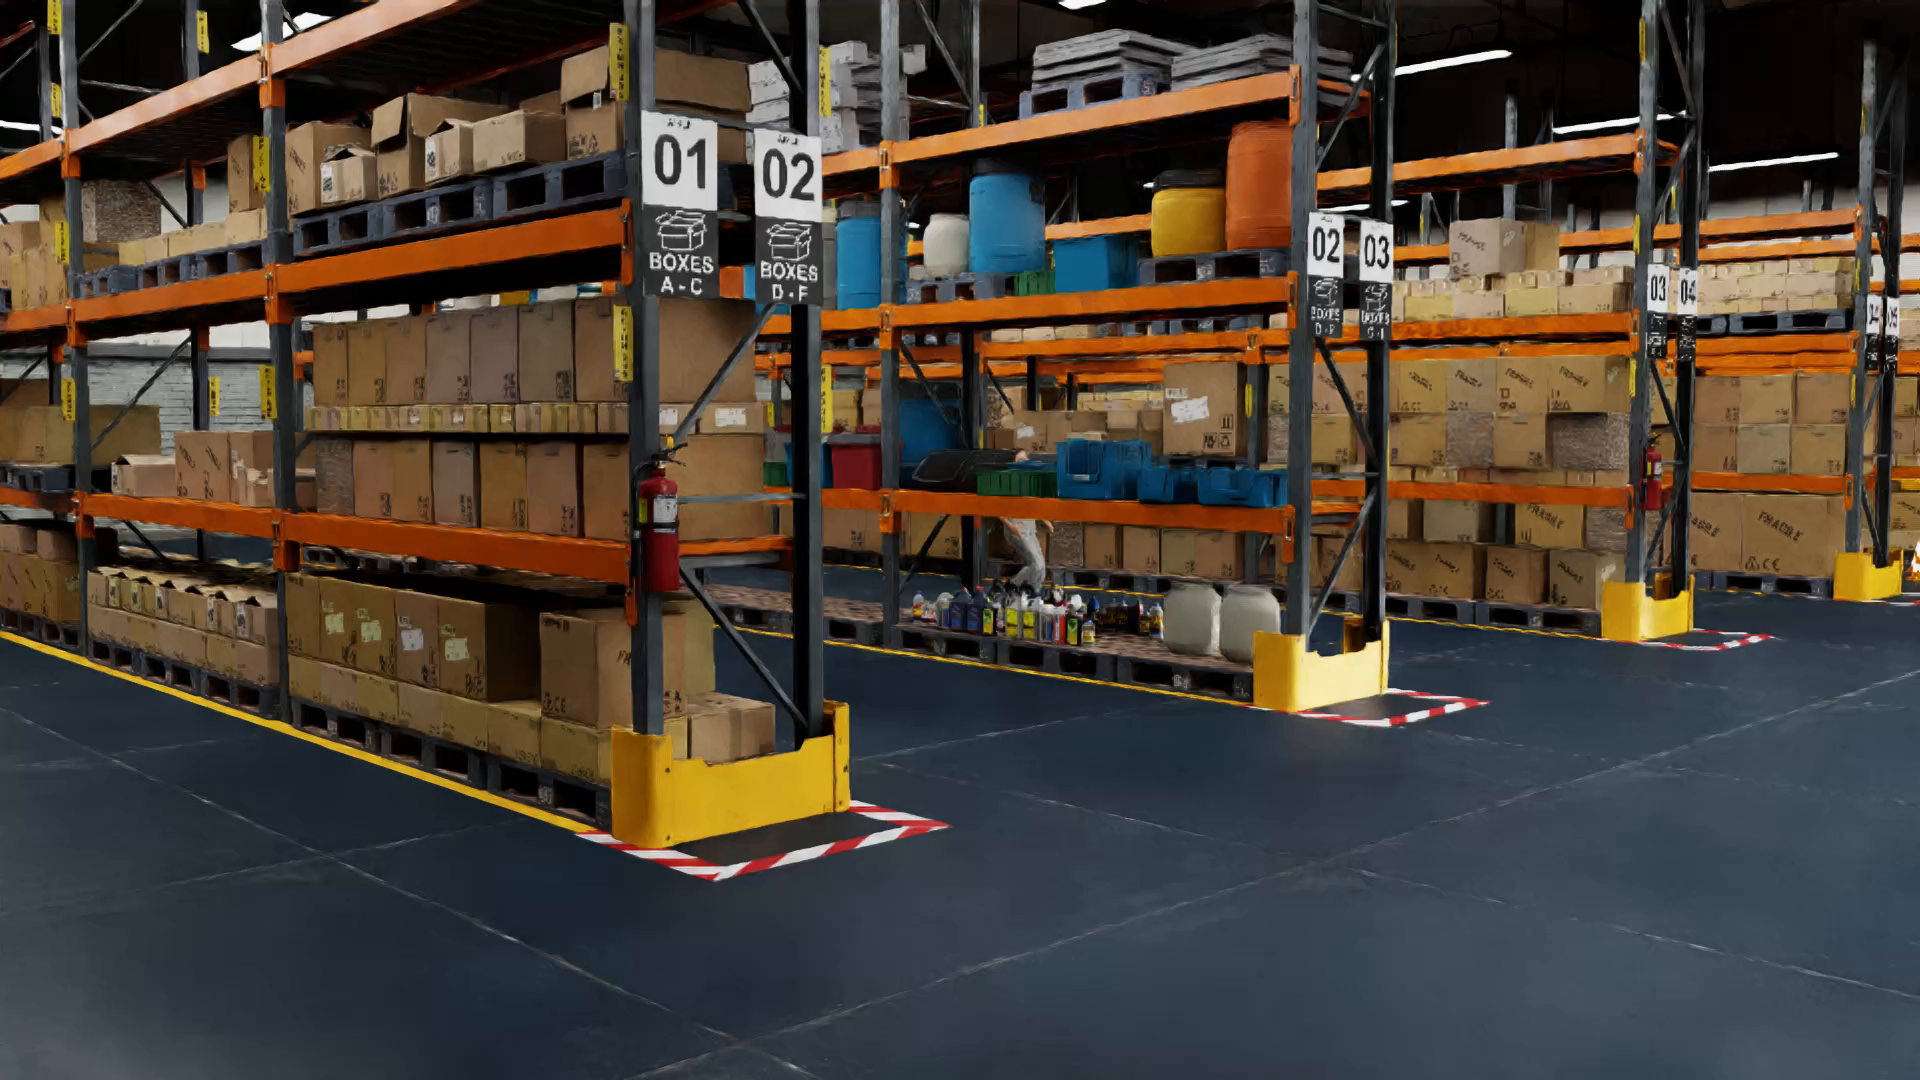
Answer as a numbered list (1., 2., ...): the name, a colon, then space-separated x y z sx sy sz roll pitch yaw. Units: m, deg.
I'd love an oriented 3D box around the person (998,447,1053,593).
1. person: 0.625 -0.044 15.481 0.469 1.631 0.612 2 5 30
